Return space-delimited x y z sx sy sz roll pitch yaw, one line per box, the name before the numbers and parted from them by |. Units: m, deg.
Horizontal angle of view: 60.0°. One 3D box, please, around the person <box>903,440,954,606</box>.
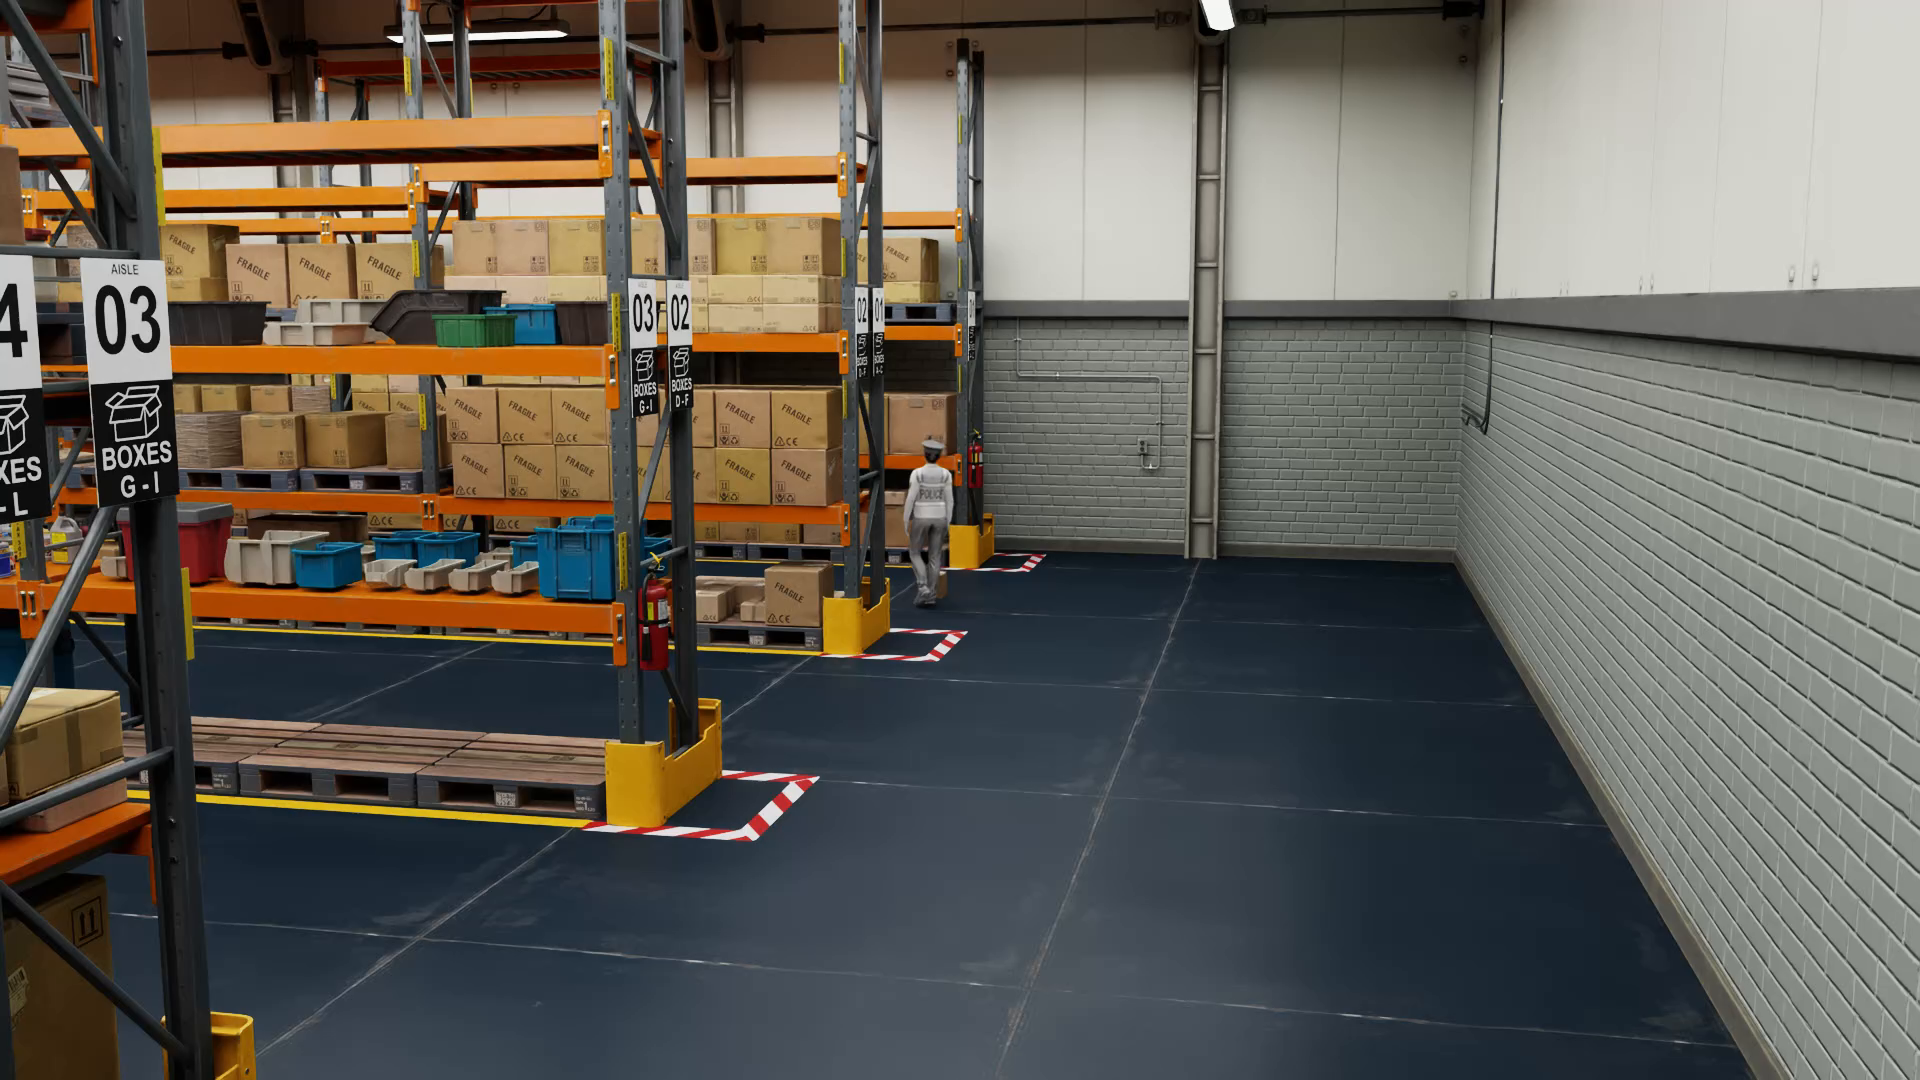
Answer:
person | -0.320 -0.163 16.903 0.517 1.692 0.400 -2 8 -13
